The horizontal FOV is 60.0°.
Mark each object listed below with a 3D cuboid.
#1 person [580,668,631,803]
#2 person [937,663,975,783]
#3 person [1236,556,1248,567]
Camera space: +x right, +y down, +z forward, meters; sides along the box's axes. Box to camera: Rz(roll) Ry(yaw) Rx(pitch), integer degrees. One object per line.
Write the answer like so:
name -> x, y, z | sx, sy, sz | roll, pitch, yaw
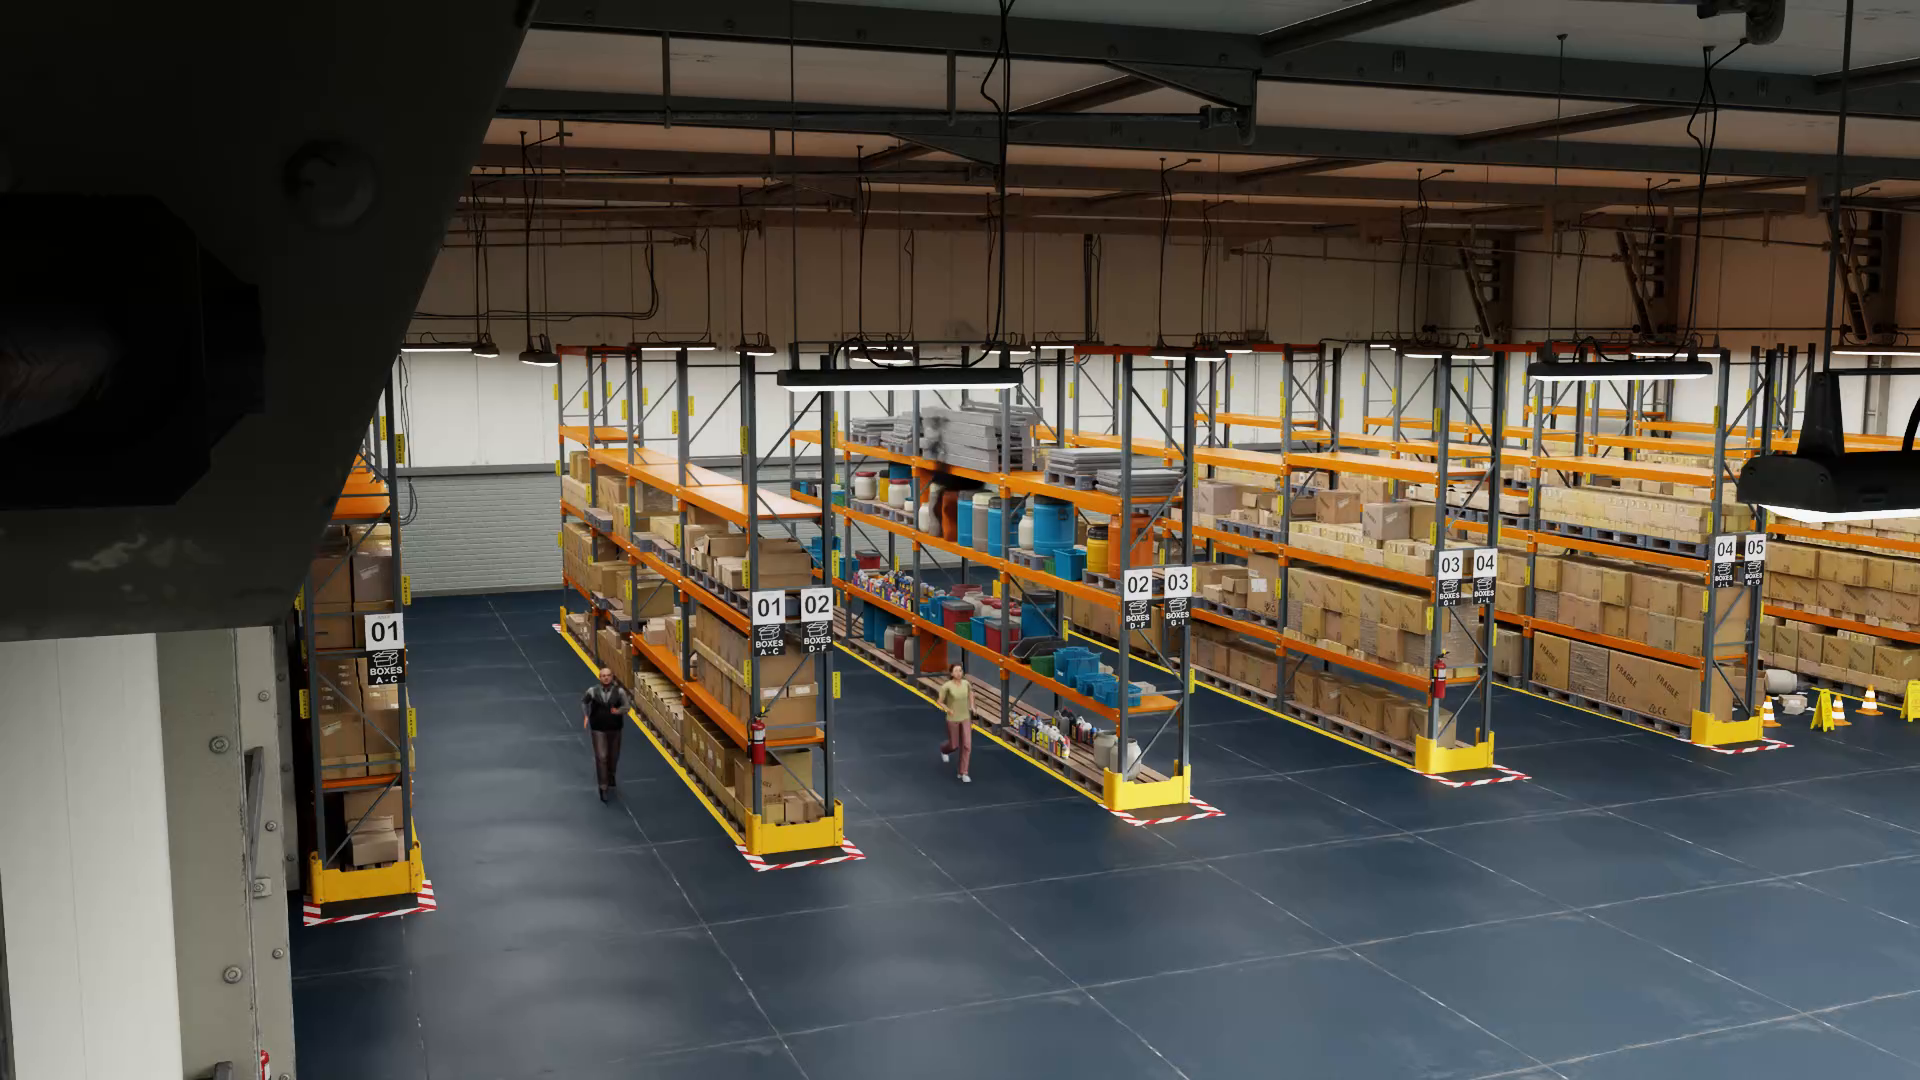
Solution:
person -> -4.790, 2.595, 22.552 | 0.644, 1.731, 0.904 | -3, 8, -19
person -> -0.029, 2.543, 23.547 | 0.593, 1.640, 0.875 | -3, 8, -22
person -> 7.042, 0.284, 41.244 | 0.719, 1.688, 0.606 | 5, 9, 32
